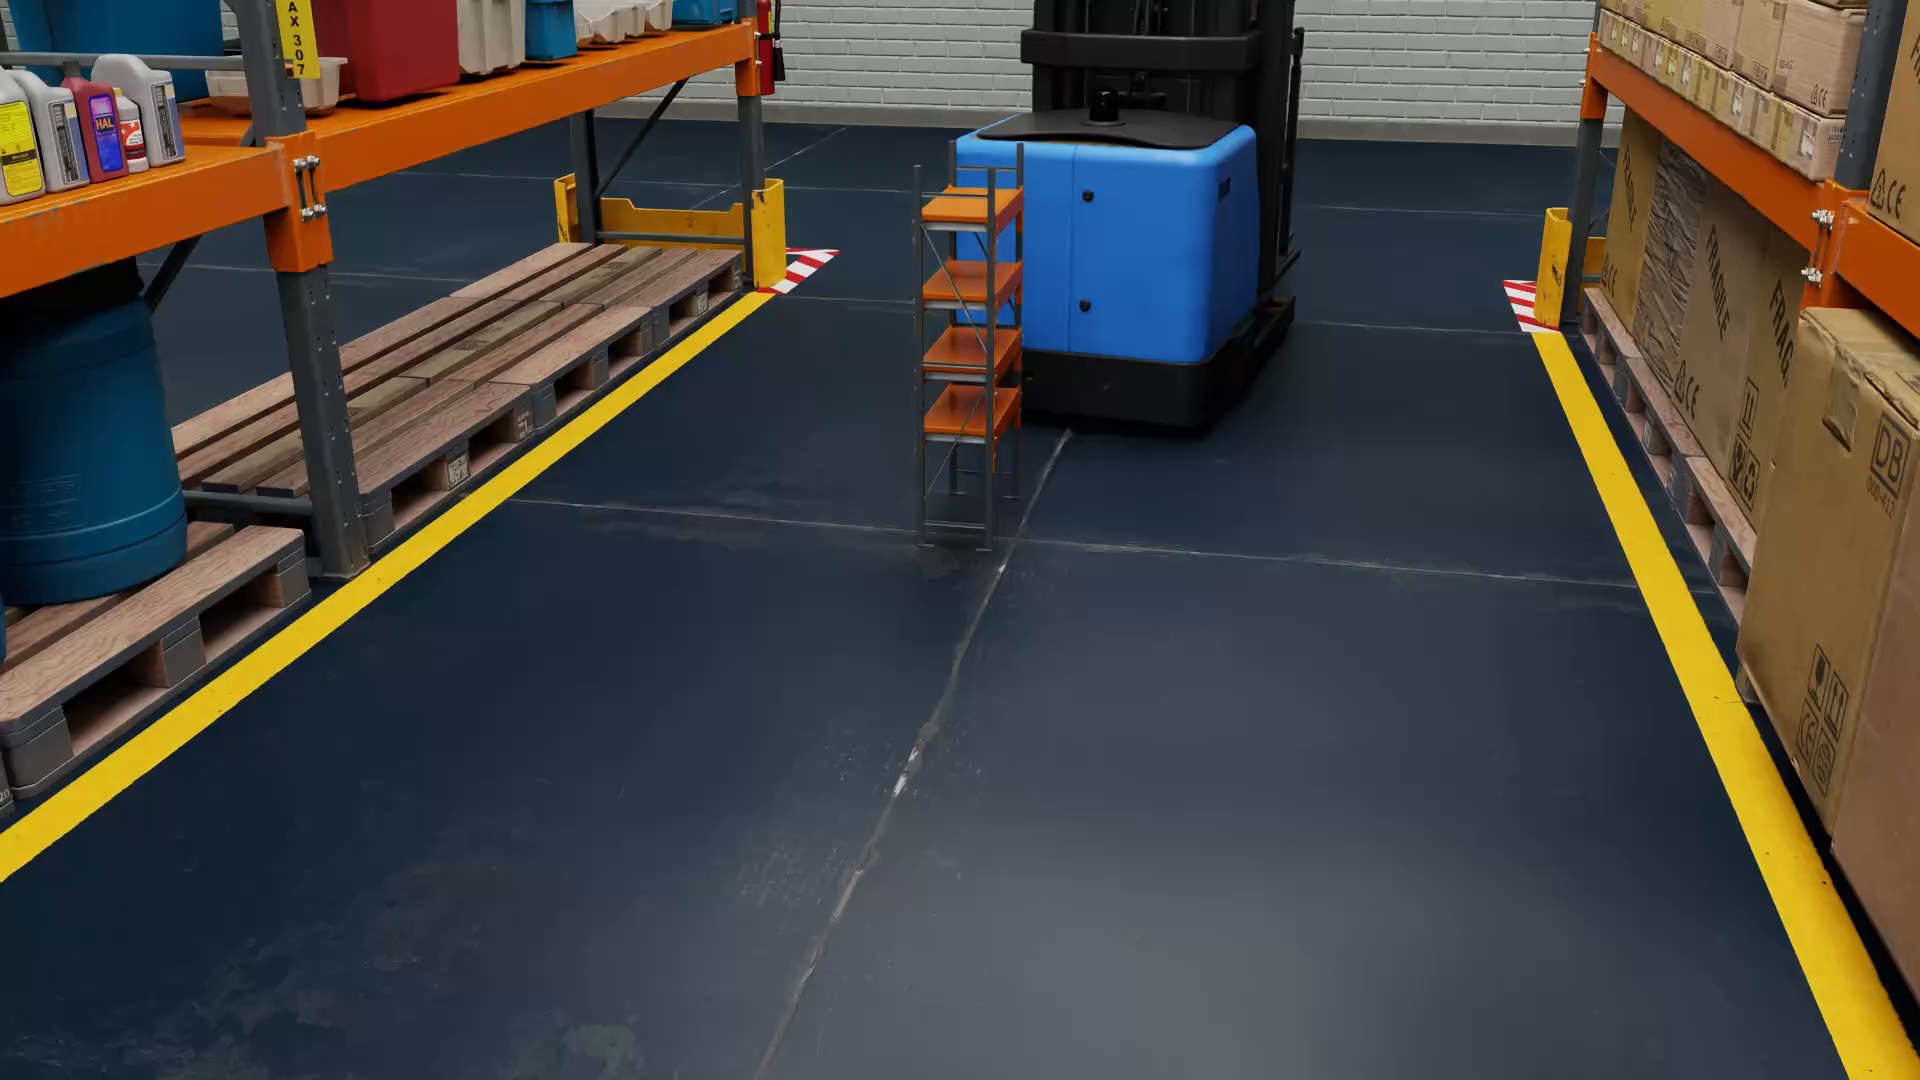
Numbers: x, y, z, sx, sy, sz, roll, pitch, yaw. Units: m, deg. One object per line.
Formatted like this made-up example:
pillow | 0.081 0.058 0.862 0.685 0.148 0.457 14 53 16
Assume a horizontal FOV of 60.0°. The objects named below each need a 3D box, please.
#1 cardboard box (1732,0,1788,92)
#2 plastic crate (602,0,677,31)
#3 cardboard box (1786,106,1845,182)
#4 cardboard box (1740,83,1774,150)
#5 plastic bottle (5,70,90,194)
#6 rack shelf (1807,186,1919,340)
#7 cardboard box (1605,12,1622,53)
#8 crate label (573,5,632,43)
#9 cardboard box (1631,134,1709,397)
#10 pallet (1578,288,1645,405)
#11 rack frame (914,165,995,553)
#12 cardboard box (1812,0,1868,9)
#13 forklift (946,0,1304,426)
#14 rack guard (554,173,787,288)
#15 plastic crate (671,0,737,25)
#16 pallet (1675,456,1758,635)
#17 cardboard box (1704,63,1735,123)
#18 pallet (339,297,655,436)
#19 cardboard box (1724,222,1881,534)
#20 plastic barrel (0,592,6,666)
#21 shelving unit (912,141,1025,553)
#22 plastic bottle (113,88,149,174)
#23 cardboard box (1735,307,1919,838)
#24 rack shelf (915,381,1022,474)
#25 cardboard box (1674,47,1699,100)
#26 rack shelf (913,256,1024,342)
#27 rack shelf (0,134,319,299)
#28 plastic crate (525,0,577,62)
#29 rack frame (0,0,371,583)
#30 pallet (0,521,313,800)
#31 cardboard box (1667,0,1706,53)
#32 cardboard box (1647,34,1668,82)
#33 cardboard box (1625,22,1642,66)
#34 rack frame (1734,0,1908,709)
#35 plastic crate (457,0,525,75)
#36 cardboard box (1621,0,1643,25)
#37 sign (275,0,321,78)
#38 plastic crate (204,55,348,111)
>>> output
cardboard box | 2.461 -1.385 4.579 0.500 0.250 0.500 5 23 13
plastic crate | -1.497 -2.379 7.519 0.396 0.136 0.243 4 22 11
cardboard box | 2.266 -0.965 4.071 0.380 0.149 0.250 5 22 11
cardboard box | 2.371 -1.153 4.538 0.380 0.149 0.250 4 22 10
plastic bottle | -2.163 -0.963 3.895 0.152 0.276 0.135 4 22 11
rack shelf | 2.116 0.120 2.004 1.077 0.370 4.000 4 22 11
cardboard box | 2.894 -2.093 6.872 0.380 0.149 0.250 4 22 10
crate label | -1.603 -2.171 7.001 0.396 0.136 0.243 4 22 11
cardboard box | 3.103 -1.044 6.214 0.875 0.875 0.875 4 22 11
pallet | 3.254 -0.816 7.098 1.003 0.211 1.213 4 22 11
rack frame | -0.016 -0.528 5.058 0.240 1.200 0.015 4 22 11
cardboard box | 2.357 -1.550 3.986 0.500 0.500 0.500 5 22 12
forklift | 0.929 -2.306 7.156 1.130 2.935 3.031 8 23 19
rack guard | -1.516 -1.636 8.747 1.175 0.500 0.348 4 22 11
plastic crate | -1.394 -2.693 7.898 0.616 0.435 0.499 4 22 11
pallet | 2.756 0.076 4.882 1.003 0.211 1.213 4 22 11
cardboard box | 2.476 -1.342 5.006 0.380 0.149 0.250 5 22 12
pallet | -1.965 -0.749 6.930 1.003 0.211 1.213 4 22 11
cardboard box | 2.737 -0.390 4.588 0.875 0.875 0.875 4 22 11
plastic barrel | -2.596 -0.088 3.803 0.600 0.901 0.708 4 22 11
shelving unit | 0.034 -0.617 5.280 0.258 1.200 0.503 4 22 11
plastic bottle | -2.085 -1.017 4.131 0.097 0.201 0.097 0 22 0
cardboard box | 2.413 0.081 3.419 1.225 0.875 0.875 5 22 11
rack shelf | 0.034 -0.371 5.379 0.258 0.148 0.480 4 22 11
cardboard box | 2.581 -1.528 5.469 0.380 0.149 0.250 5 22 12
rack shelf | 0.034 -0.762 5.221 0.258 0.148 0.480 4 22 11
rack shelf | -2.732 -0.258 2.941 1.077 0.370 4.000 4 22 11
plastic crate | -1.676 -1.965 6.362 0.416 0.233 0.300 4 22 11
rack frame | -2.324 -1.323 4.623 1.000 3.000 0.127 4 22 11
pallet | -2.523 0.250 4.451 1.003 0.211 1.213 4 22 11
cardboard box | 2.671 -1.756 5.502 0.500 0.250 0.500 4 22 10
cardboard box | 2.685 -1.717 5.937 0.380 0.149 0.250 4 22 10
cardboard box | 2.790 -1.904 6.402 0.380 0.149 0.250 4 22 10
rack frame | 2.525 -0.945 3.686 1.000 3.000 0.127 4 22 11
plastic crate | -1.832 -1.840 5.986 0.437 0.282 0.530 4 22 11
cardboard box | 2.879 -2.131 6.432 0.500 0.250 0.500 4 22 10
sign | -1.786 -1.409 4.466 0.100 0.325 0.005 4 22 11
plastic crate | -2.089 -1.388 5.057 0.396 0.136 0.243 4 22 11
